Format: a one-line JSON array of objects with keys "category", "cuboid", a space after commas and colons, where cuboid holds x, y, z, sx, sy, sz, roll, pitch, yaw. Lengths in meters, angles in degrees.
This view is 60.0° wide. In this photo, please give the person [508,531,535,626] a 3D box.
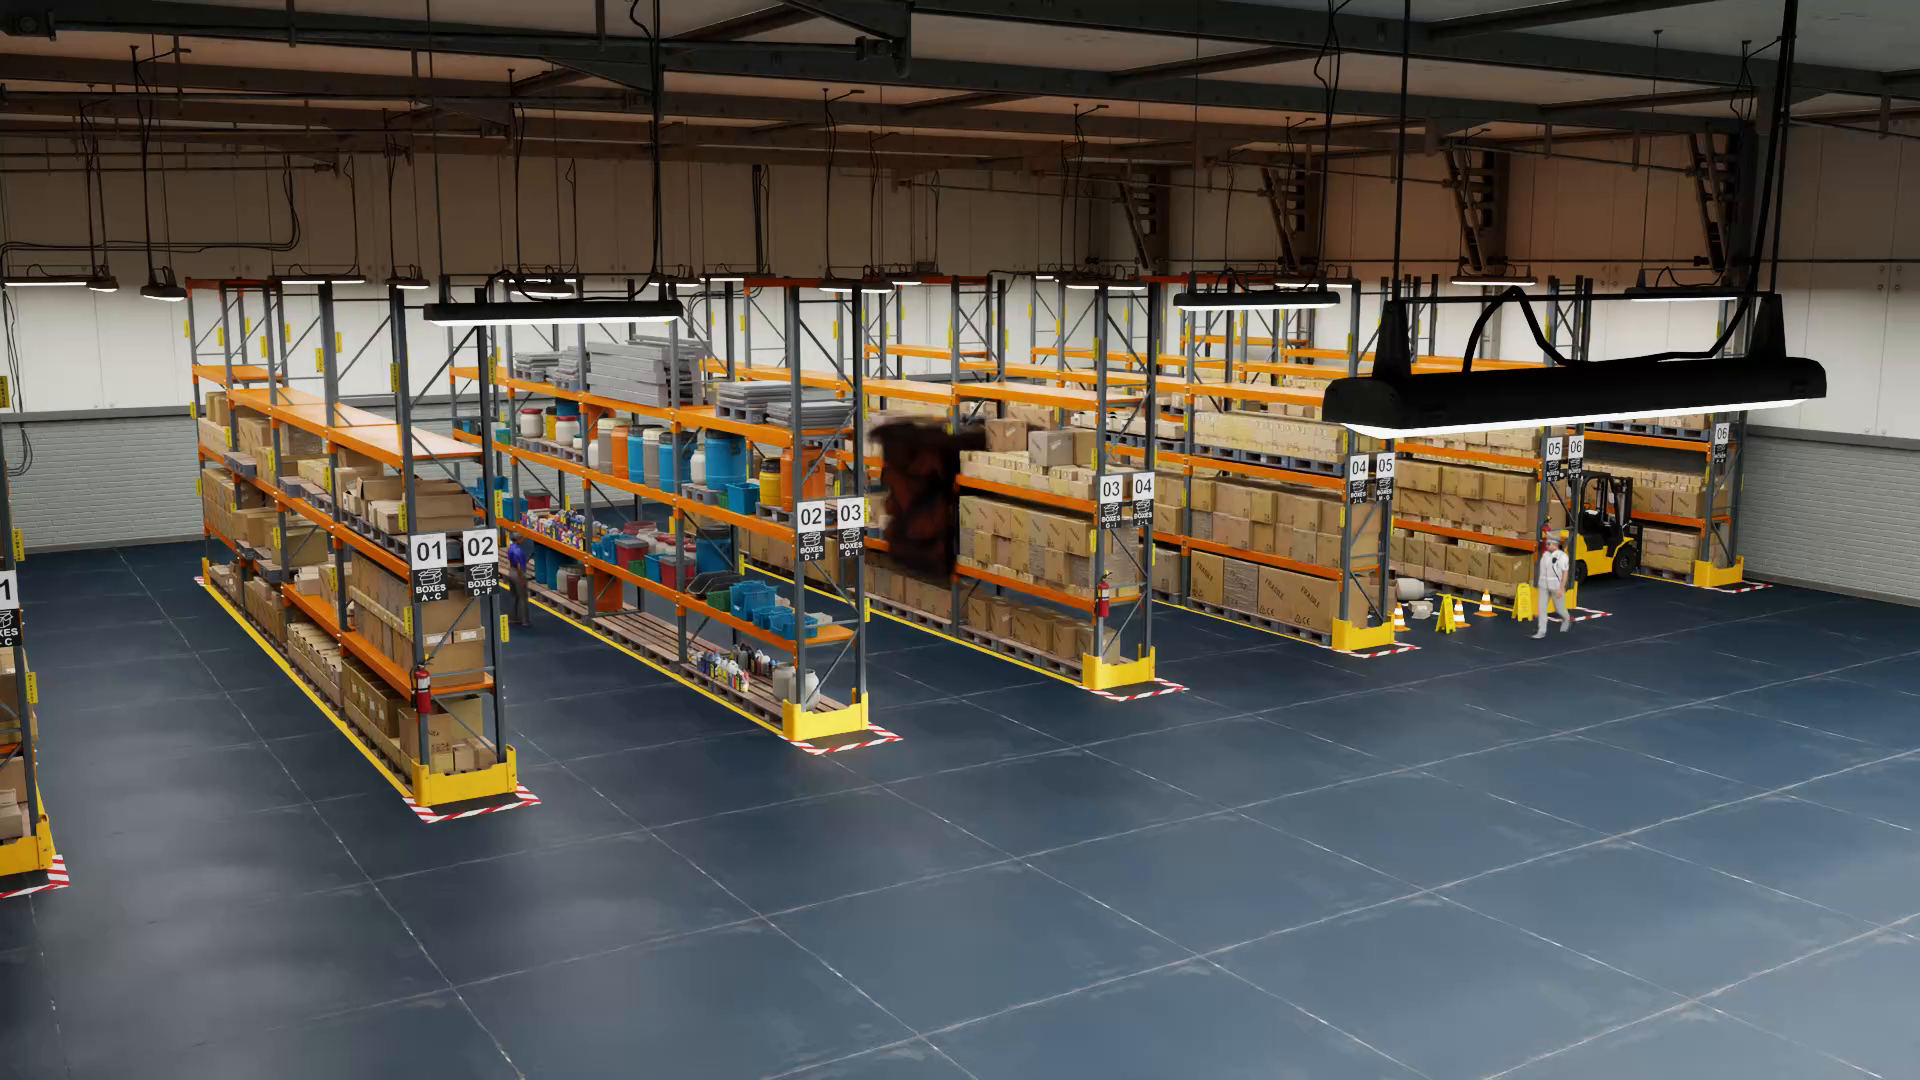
[{"category": "person", "cuboid": [-7.690, 0.664, 29.071, 0.387, 1.655, 0.553, -7, 12, -35]}]

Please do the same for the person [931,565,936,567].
[{"category": "person", "cuboid": [-0.600, -0.306, 33.180, 0.500, 1.624, 0.968, -6, 11, -33]}]

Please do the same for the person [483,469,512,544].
[{"category": "person", "cuboid": [-10.448, -0.739, 37.039, 0.850, 1.749, 0.622, 1, 10, 3]}]

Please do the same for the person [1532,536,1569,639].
[{"category": "person", "cuboid": [10.059, 0.772, 28.157, 0.505, 1.742, 0.863, 7, 12, 34]}]
